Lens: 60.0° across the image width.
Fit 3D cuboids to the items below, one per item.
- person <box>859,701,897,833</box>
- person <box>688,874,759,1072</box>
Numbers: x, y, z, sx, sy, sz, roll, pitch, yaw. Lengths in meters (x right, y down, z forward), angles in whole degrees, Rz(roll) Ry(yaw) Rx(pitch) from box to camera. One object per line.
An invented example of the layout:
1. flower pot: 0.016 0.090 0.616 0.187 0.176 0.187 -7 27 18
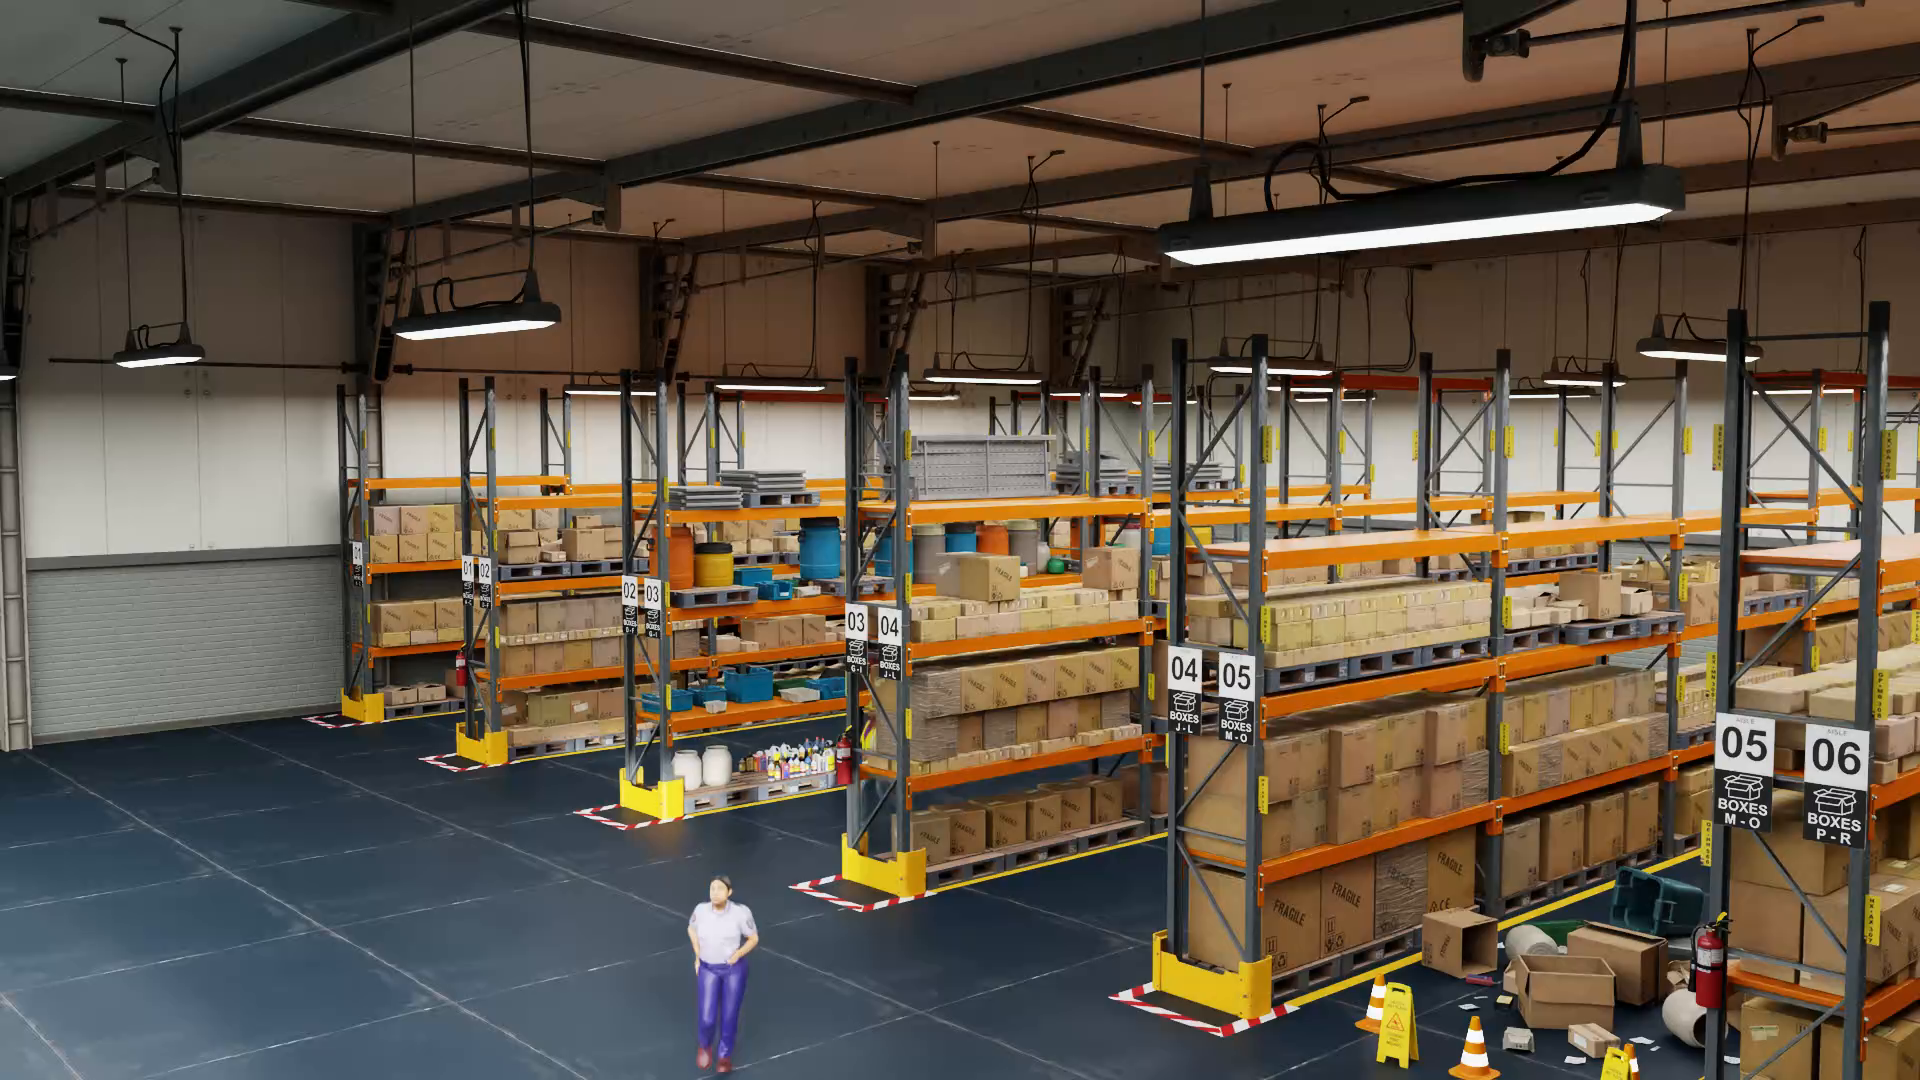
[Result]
1. person: -1.037 2.883 20.971 0.932 1.784 0.699 -3 5 -39
2. person: -1.904 3.480 13.292 0.586 1.612 0.592 0 4 -2
